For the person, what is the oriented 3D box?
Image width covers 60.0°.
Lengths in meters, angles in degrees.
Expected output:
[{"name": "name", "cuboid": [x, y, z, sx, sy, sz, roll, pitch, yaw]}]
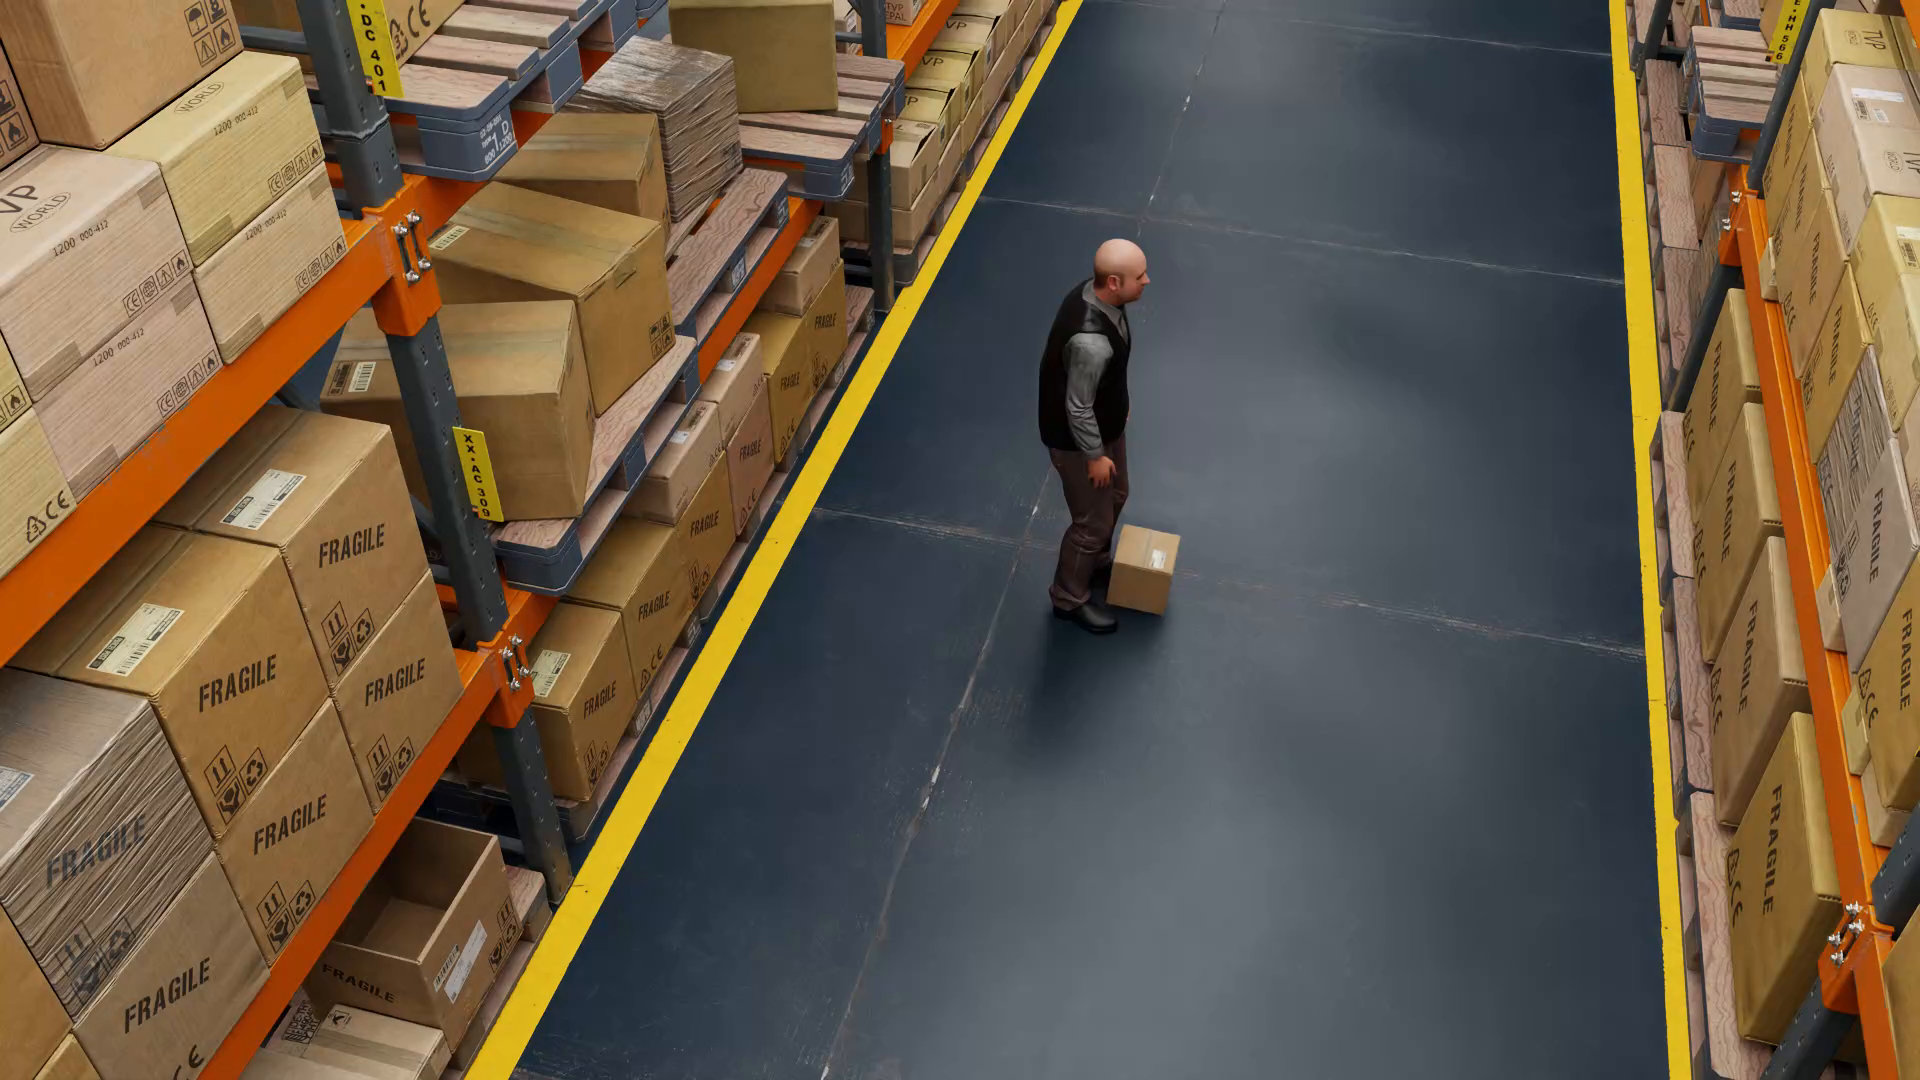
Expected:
[{"name": "person", "cuboid": [0.546, -0.443, 6.690, 0.473, 1.722, 0.569, 9, 42, 10]}]
